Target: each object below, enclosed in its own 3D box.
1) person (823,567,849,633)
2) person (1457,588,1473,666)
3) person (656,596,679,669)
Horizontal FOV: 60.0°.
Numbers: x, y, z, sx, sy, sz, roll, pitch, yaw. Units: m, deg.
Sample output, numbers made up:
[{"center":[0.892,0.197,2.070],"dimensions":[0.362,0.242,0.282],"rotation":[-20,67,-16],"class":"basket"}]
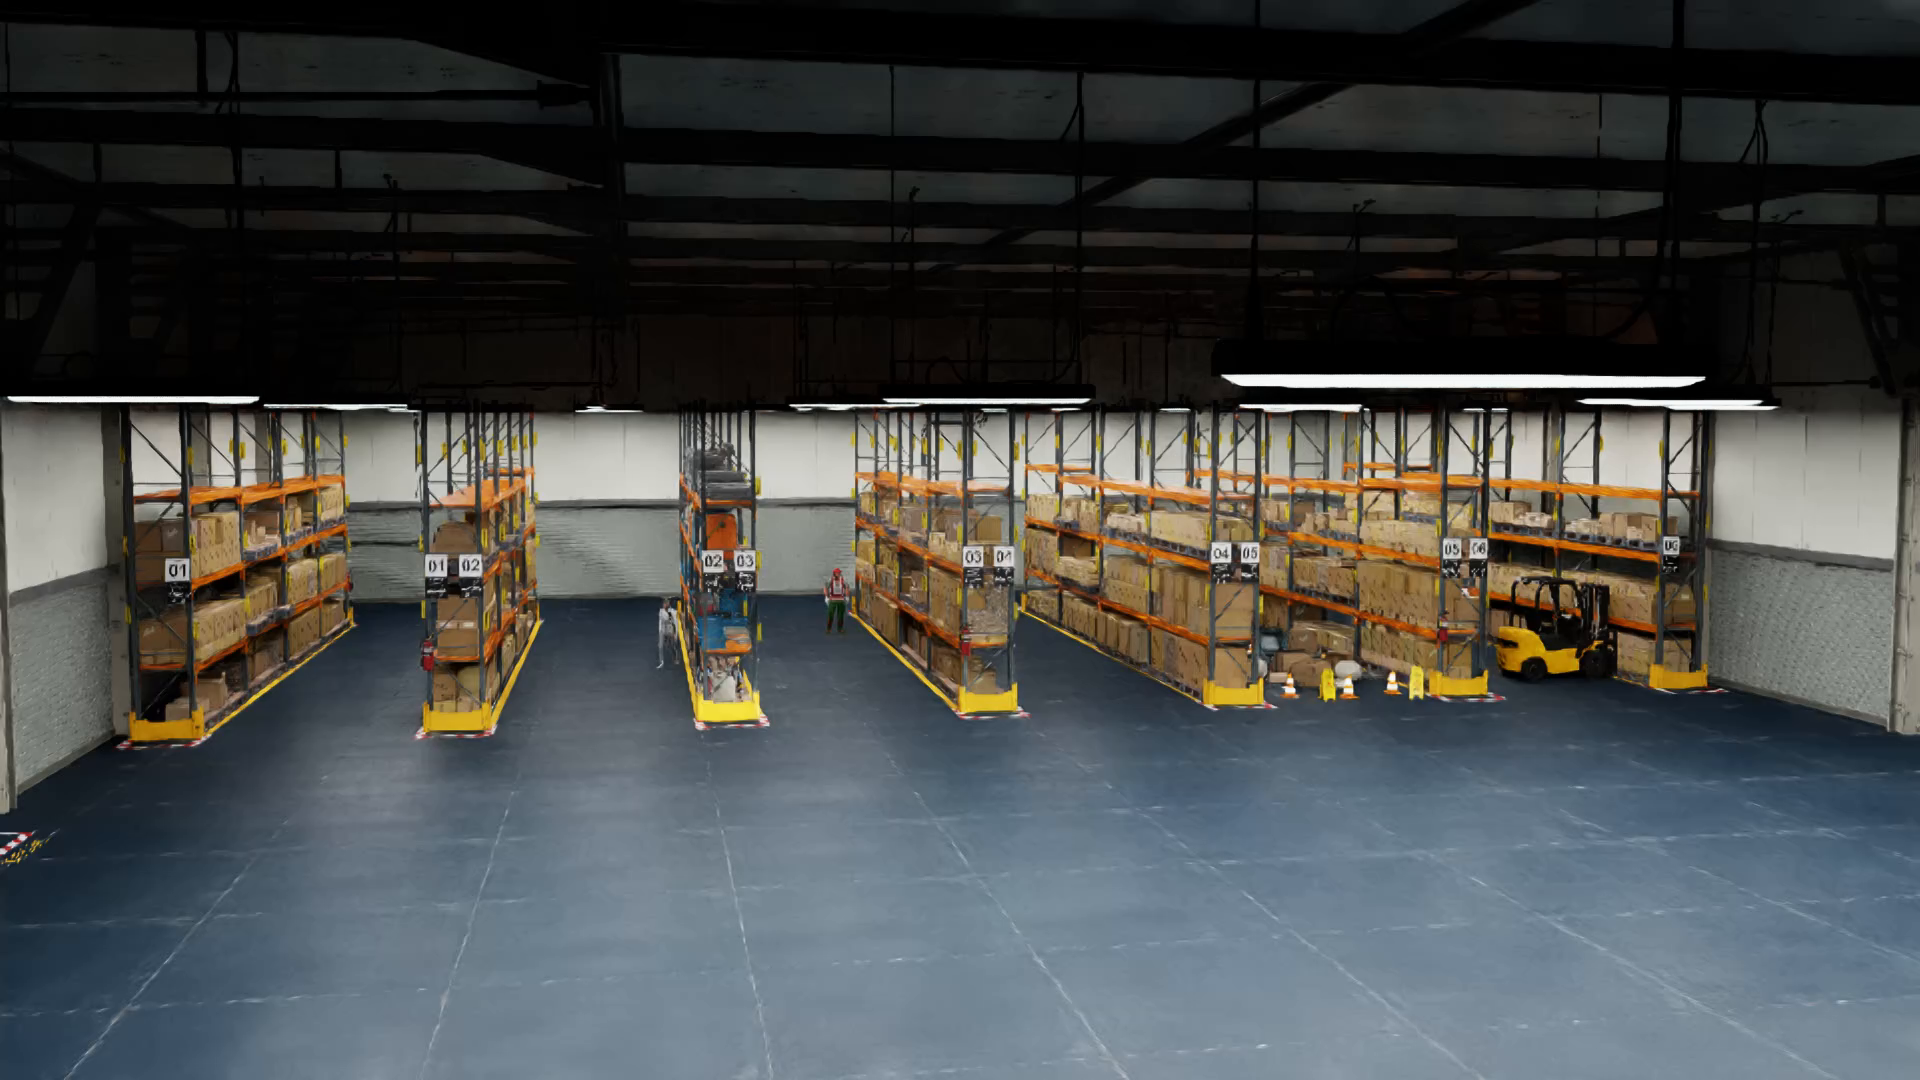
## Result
[{"center":[-3.234,1.576,43.566],"dimensions":[0.677,1.742,0.552],"rotation":[-1,4,-11],"class":"person"},{"center":[11.414,1.967,37.857],"dimensions":[0.576,1.768,0.626],"rotation":[2,5,21],"class":"person"},{"center":[-6.571,2.066,37.539],"dimensions":[0.503,1.637,0.908],"rotation":[0,4,5],"class":"person"}]
